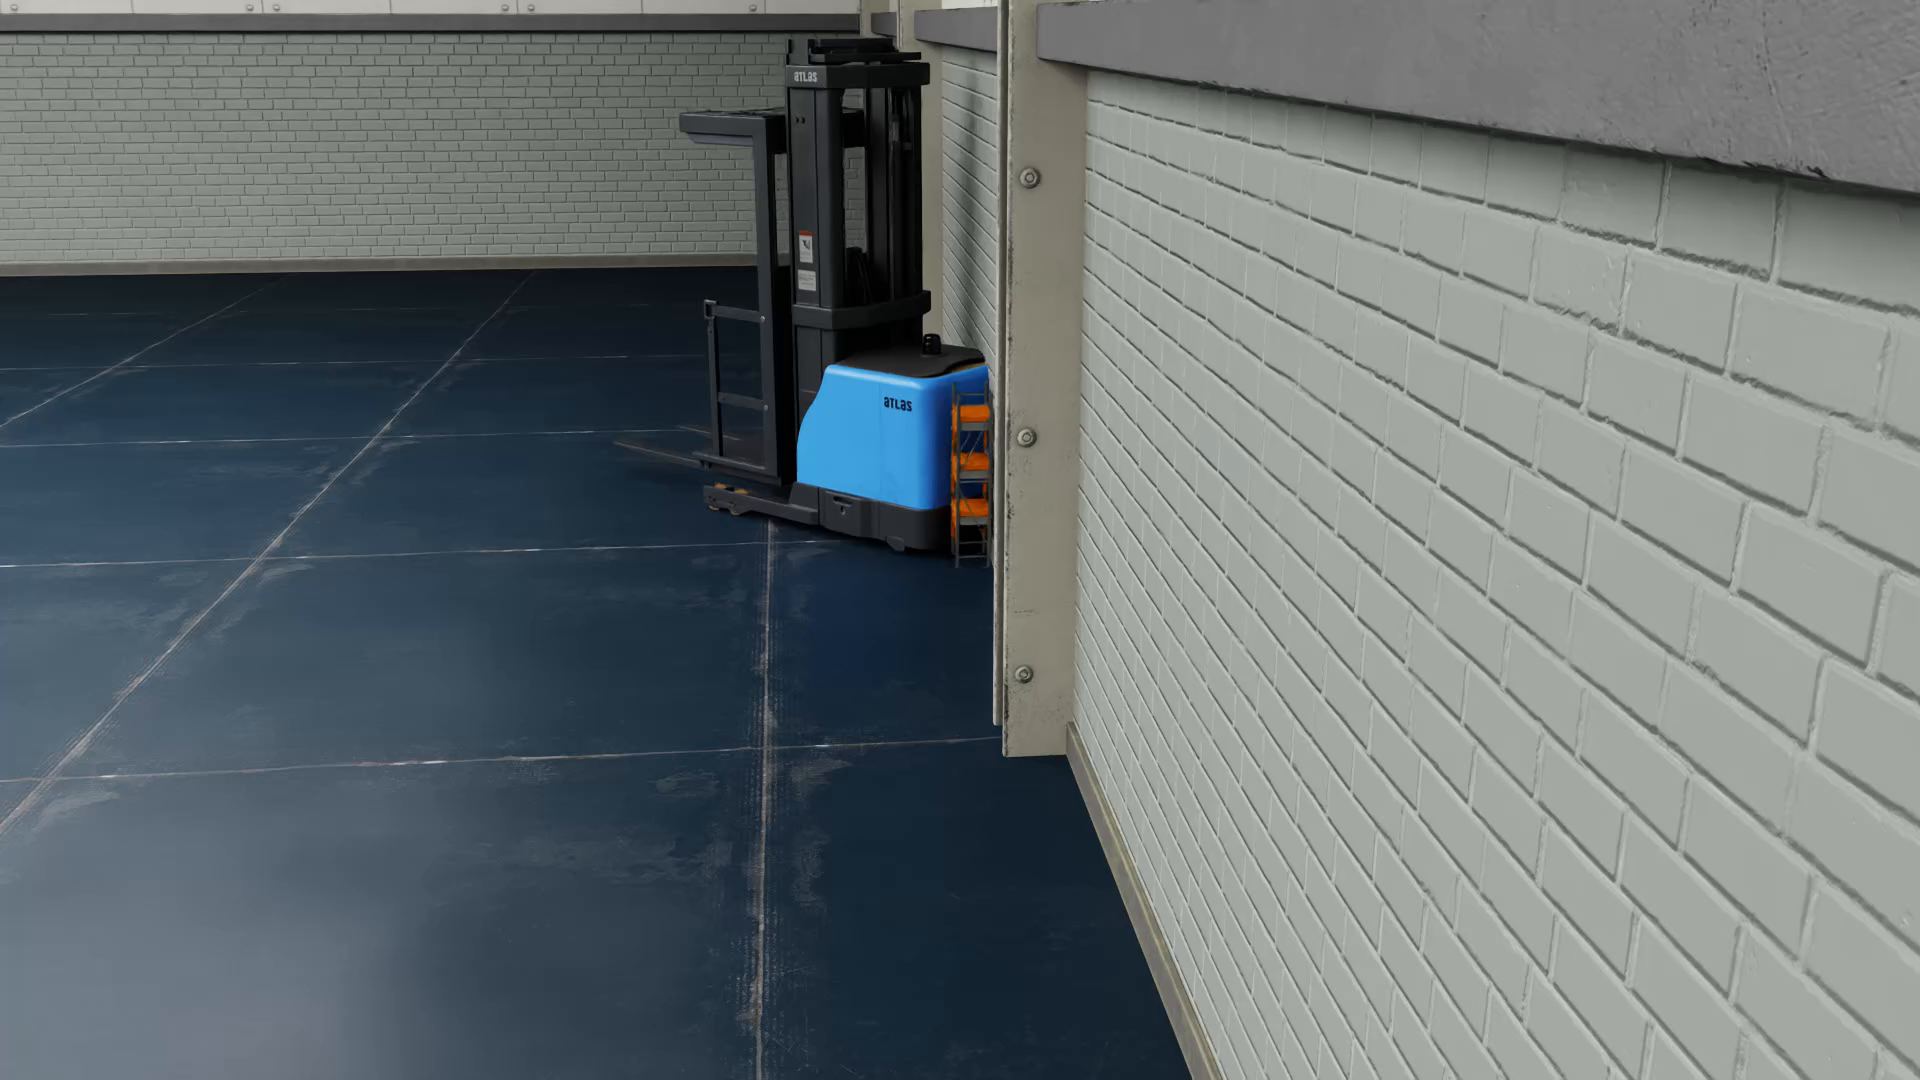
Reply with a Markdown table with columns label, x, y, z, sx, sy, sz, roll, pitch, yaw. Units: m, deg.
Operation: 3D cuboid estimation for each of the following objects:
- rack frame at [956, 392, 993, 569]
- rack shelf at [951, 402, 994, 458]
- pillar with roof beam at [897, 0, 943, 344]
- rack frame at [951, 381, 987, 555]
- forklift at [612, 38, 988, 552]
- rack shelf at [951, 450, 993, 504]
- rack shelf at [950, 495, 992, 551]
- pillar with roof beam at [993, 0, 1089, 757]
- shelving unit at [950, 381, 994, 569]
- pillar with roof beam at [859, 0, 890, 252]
| label | x | y | z | sx | sy | sz | roll | pitch | yaw |
| --- | --- | --- | --- | --- | --- | --- | --- | --- | --- |
| rack frame | 0.080 | -0.331 | 9.476 | 0.200 | 1.050 | 0.008 | -2 | 19 | -6 |
| rack shelf | 0.069 | -0.629 | 9.501 | 0.215 | 0.259 | 0.240 | -2 | 19 | -6 |
| pillar with roof beam | -4.577 | -5.074 | 11.315 | 9.100 | 9.000 | 0.400 | -2 | 18 | -6 |
| rack frame | 0.053 | -0.411 | 9.705 | 0.200 | 1.050 | 0.008 | -2 | 19 | -6 |
| forklift | -1.040 | -1.665 | 10.587 | 3.031 | 2.935 | 1.130 | 13 | 22 | 37 |
| rack shelf | 0.066 | -0.361 | 9.594 | 0.215 | 0.259 | 0.240 | -2 | 19 | -6 |
| rack shelf | 0.064 | -0.099 | 9.685 | 0.215 | 0.259 | 0.240 | -2 | 19 | -6 |
| pillar with roof beam | -3.958 | -3.286 | 5.621 | 9.100 | 9.000 | 0.400 | -2 | 18 | -6 |
| shelving unit | 0.066 | -0.371 | 9.590 | 0.215 | 1.050 | 0.252 | -2 | 19 | -6 |
| pillar with roof beam | -5.196 | -6.861 | 17.009 | 9.100 | 9.000 | 0.400 | -2 | 18 | -6 |
